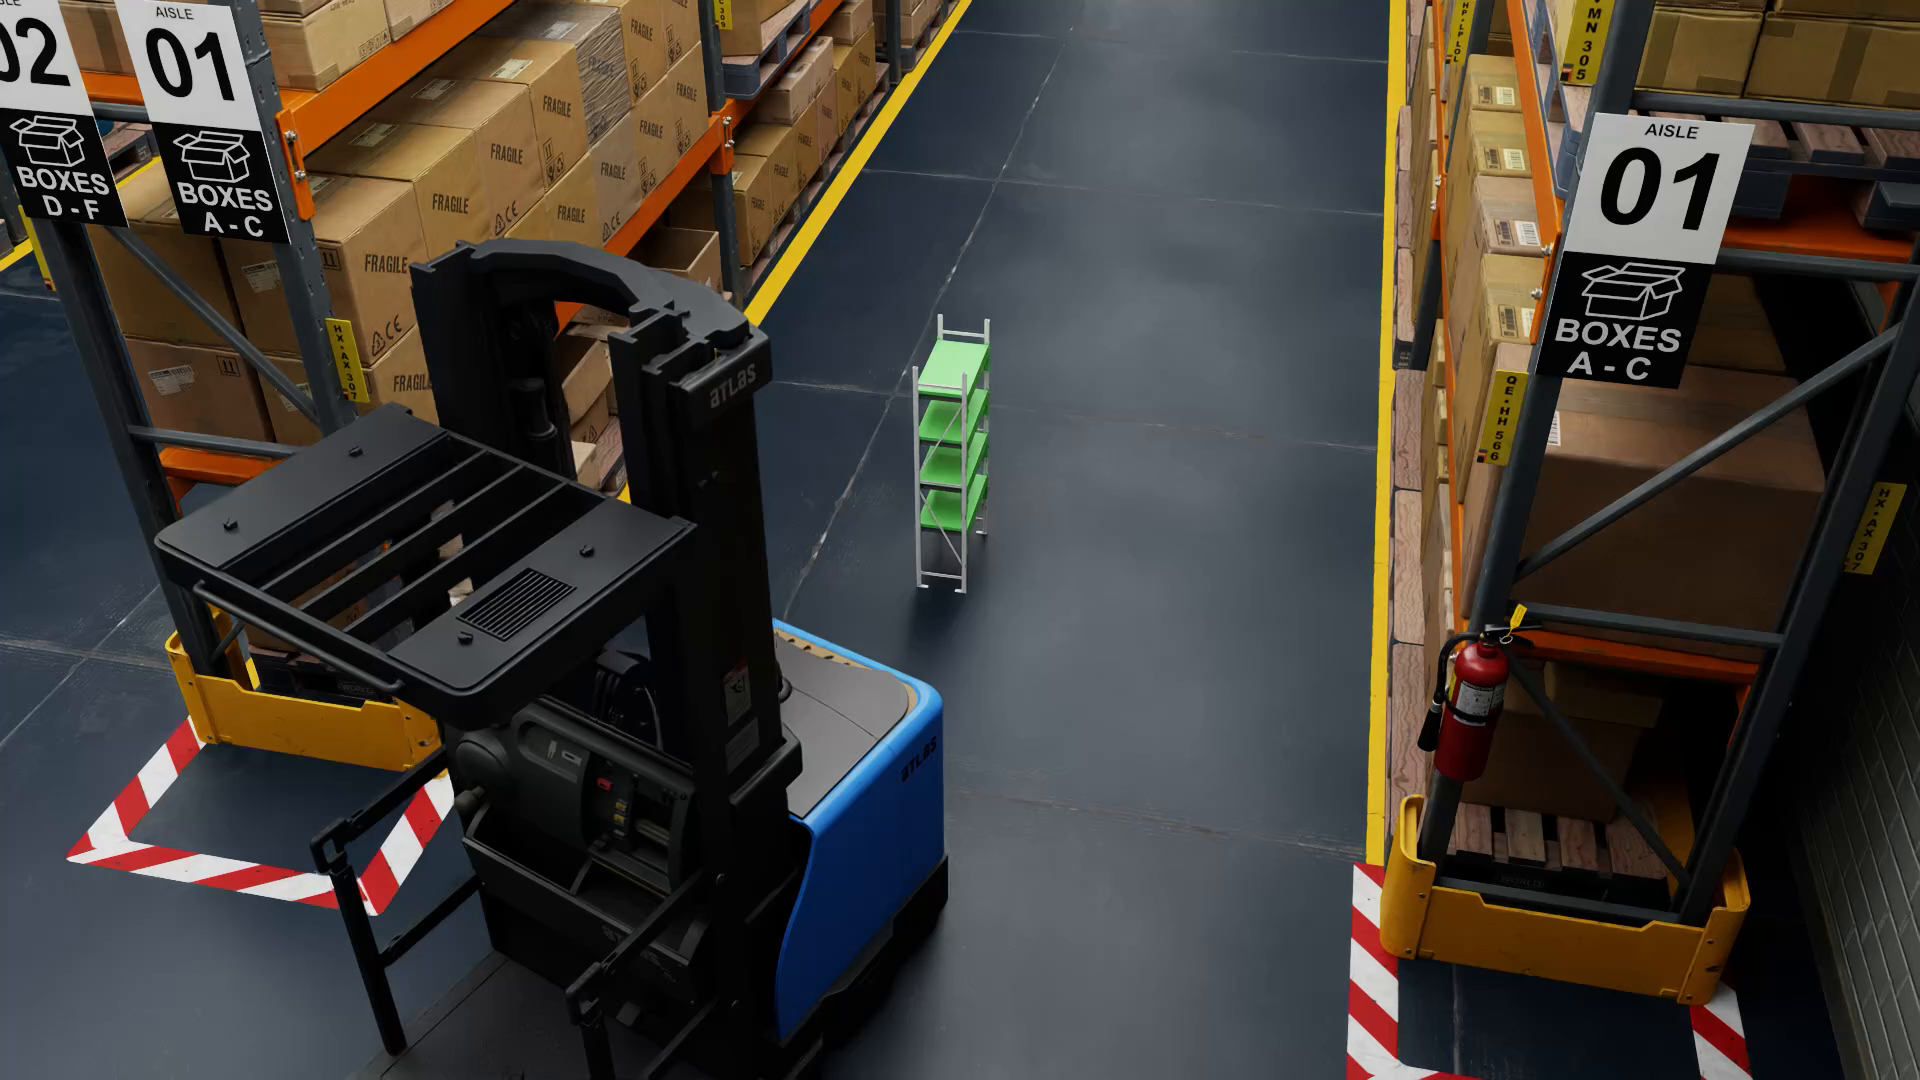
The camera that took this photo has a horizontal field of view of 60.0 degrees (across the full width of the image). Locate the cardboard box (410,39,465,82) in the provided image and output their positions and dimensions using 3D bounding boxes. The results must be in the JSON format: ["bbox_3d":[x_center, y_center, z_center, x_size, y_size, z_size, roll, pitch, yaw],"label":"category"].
[{"bbox_3d":[-2.527,-1.960,7.462,0.500,0.500,0.500,8,37,11],"label":"cardboard box"}]

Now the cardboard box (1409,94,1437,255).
[{"bbox_3d":[3.217,-2.216,10.226,0.750,0.750,0.750,8,37,11],"label":"cardboard box"}]

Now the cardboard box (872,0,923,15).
[{"bbox_3d":[-0.569,-4.477,13.378,0.500,0.311,0.500,9,37,12],"label":"cardboard box"}]

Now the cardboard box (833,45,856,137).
[{"bbox_3d":[-1.049,-3.234,11.911,0.500,0.500,0.500,6,36,8],"label":"cardboard box"}]

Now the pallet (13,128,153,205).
[{"bbox_3d":[-6.455,-2.568,11.613,1.003,0.211,1.213,7,37,10],"label":"pallet"}]

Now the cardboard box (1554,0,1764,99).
[{"bbox_3d":[2.061,-1.542,4.950,0.500,0.250,0.500,8,37,11],"label":"cardboard box"}]

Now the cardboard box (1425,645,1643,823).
[{"bbox_3d":[2.215,0.704,6.495,0.700,0.500,0.500,7,37,10],"label":"cardboard box"}]

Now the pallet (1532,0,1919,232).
[{"bbox_3d":[2.312,-1.330,5.048,1.003,0.211,1.213,7,37,10],"label":"pallet"}]

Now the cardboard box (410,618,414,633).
[{"bbox_3d":[-2.252,0.436,7.147,0.380,0.149,0.250,7,37,10],"label":"cardboard box"}]

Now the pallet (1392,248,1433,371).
[{"bbox_3d":[3.109,-1.341,9.920,1.003,0.211,1.213,7,37,10],"label":"pallet"}]

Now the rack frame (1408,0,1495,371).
[{"bbox_3d":[3.018,-2.018,8.478,1.000,3.000,0.127,7,37,10],"label":"rack frame"}]

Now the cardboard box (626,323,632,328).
[{"bbox_3d":[-1.688,-1.076,9.233,0.380,0.149,0.250,7,37,10],"label":"cardboard box"}]

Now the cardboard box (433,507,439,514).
[{"bbox_3d":[-2.569,-0.292,8.064,0.500,0.250,0.500,7,37,10],"label":"cardboard box"}]

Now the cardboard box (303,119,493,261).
[{"bbox_3d":[-2.220,-1.311,6.565,0.500,0.500,0.500,8,37,10],"label":"cardboard box"}]

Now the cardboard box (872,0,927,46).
[{"bbox_3d":[-0.569,-4.250,13.543,0.500,0.250,0.500,7,37,10],"label":"cardboard box"}]

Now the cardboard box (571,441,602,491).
[{"bbox_3d":[-2.070,-0.258,8.018,0.500,0.250,0.500,7,37,10],"label":"cardboard box"}]

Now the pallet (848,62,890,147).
[{"bbox_3d":[-1.164,-3.377,12.730,1.003,0.211,1.213,7,37,10],"label":"pallet"}]

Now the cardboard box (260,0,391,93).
[{"bbox_3d":[-2.319,-1.760,5.694,0.500,0.250,0.500,7,37,10],"label":"cardboard box"}]

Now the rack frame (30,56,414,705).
[{"bbox_3d":[-2.677,-0.343,6.168,1.000,3.000,0.127,7,37,10],"label":"rack frame"}]

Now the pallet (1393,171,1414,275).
[{"bbox_3d":[3.367,-2.042,10.888,1.003,0.211,1.213,7,37,10],"label":"pallet"}]

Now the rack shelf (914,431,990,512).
[{"bbox_3d":[-0.035,-0.339,7.804,0.258,0.148,0.480,7,37,10],"label":"rack shelf"}]

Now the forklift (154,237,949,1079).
[{"bbox_3d":[-1.261,0.773,4.686,1.130,2.935,3.031,21,41,26],"label":"forklift"}]

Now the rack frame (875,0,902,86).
[{"bbox_3d":[-0.968,-4.930,12.496,1.000,3.000,0.127,7,37,10],"label":"rack frame"}]

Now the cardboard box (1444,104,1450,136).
[{"bbox_3d":[2.844,-2.301,9.066,0.380,0.149,0.250,8,37,11],"label":"cardboard box"}]

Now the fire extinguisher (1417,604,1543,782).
[{"bbox_3d":[1.680,0.486,5.407,0.296,0.674,0.183,7,37,10],"label":"fire extinguisher"}]

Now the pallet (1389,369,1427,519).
[{"bbox_3d":[2.779,-0.463,8.708,1.003,0.211,1.213,7,37,10],"label":"pallet"}]

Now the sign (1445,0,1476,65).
[{"bbox_3d":[2.486,-2.517,8.248,0.100,0.325,0.005,7,37,10],"label":"sign"}]

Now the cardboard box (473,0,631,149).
[{"bbox_3d":[-1.892,-2.177,7.760,0.500,0.500,0.500,8,37,10],"label":"cardboard box"}]

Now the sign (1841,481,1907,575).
[{"bbox_3d":[2.704,-0.034,4.936,0.100,0.325,0.005,7,37,10],"label":"sign"}]

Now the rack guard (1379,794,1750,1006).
[{"bbox_3d":[2.158,1.301,6.029,1.175,0.500,0.348,7,37,10],"label":"rack guard"}]

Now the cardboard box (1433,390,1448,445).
[{"bbox_3d":[2.395,-0.550,7.672,0.380,0.149,0.250,6,36,9],"label":"cardboard box"}]

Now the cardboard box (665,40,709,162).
[{"bbox_3d":[-1.678,-2.358,8.863,0.500,0.500,0.500,8,37,11],"label":"cardboard box"}]

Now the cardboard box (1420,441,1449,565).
[{"bbox_3d":[2.536,-0.178,7.712,0.700,0.500,0.500,8,37,11],"label":"cardboard box"}]

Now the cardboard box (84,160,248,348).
[{"bbox_3d":[-2.850,-1.078,6.245,0.500,0.500,0.500,7,37,10],"label":"cardboard box"}]

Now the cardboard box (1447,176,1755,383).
[{"bbox_3d":[2.579,-0.994,6.810,0.980,0.700,0.700,6,36,8],"label":"cardboard box"}]

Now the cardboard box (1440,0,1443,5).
[{"bbox_3d":[3.290,-3.650,10.375,0.500,0.500,0.500,7,37,10],"label":"cardboard box"}]

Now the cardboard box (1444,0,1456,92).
[{"bbox_3d":[2.969,-2.777,9.169,0.500,0.500,0.500,8,37,10],"label":"cardboard box"}]

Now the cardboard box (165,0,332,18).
[{"bbox_3d":[-2.313,-1.962,5.546,0.500,0.250,0.500,7,37,10],"label":"cardboard box"}]

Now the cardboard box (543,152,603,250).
[{"bbox_3d":[-2.001,-1.475,7.644,0.500,0.500,0.500,8,37,11],"label":"cardboard box"}]

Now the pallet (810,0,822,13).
[{"bbox_3d":[-1.379,-3.737,11.013,1.003,0.211,1.213,7,37,10],"label":"pallet"}]

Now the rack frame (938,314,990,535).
[{"bbox_3d":[0.017,-0.531,7.960,0.240,1.200,0.015,7,37,10],"label":"rack frame"}]

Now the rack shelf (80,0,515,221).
[{"bbox_3d":[-2.250,-2.413,7.081,1.077,0.370,4.000,7,37,10],"label":"rack shelf"}]

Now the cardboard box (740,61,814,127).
[{"bbox_3d":[-1.267,-2.926,10.848,0.500,0.250,0.500,7,37,10],"label":"cardboard box"}]

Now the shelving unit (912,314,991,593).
[{"bbox_3d":[-0.035,-0.391,7.767,0.258,1.200,0.503,7,37,10],"label":"shelving unit"}]

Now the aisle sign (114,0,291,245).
[{"bbox_3d":[-2.404,-1.320,5.300,0.394,0.787,0.004,7,37,10],"label":"aisle sign"}]

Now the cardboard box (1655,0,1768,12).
[{"bbox_3d":[2.053,-1.846,4.731,0.500,0.500,0.500,7,37,10],"label":"cardboard box"}]

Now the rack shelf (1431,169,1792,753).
[{"bbox_3d":[2.591,-0.580,7.107,1.077,0.370,4.000,7,37,10],"label":"rack shelf"}]

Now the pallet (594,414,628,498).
[{"bbox_3d":[-2.228,-0.412,8.639,1.003,0.211,1.213,7,37,10],"label":"pallet"}]

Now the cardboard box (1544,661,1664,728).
[{"bbox_3d":[2.384,0.538,6.171,0.380,0.149,0.250,8,37,10],"label":"cardboard box"}]

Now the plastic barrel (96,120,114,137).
[{"bbox_3d":[-6.377,-3.296,11.671,0.600,0.901,0.708,7,37,10],"label":"plastic barrel"}]

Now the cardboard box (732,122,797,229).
[{"bbox_3d":[-1.378,-2.357,10.701,0.500,0.500,0.500,8,37,11],"label":"cardboard box"}]
